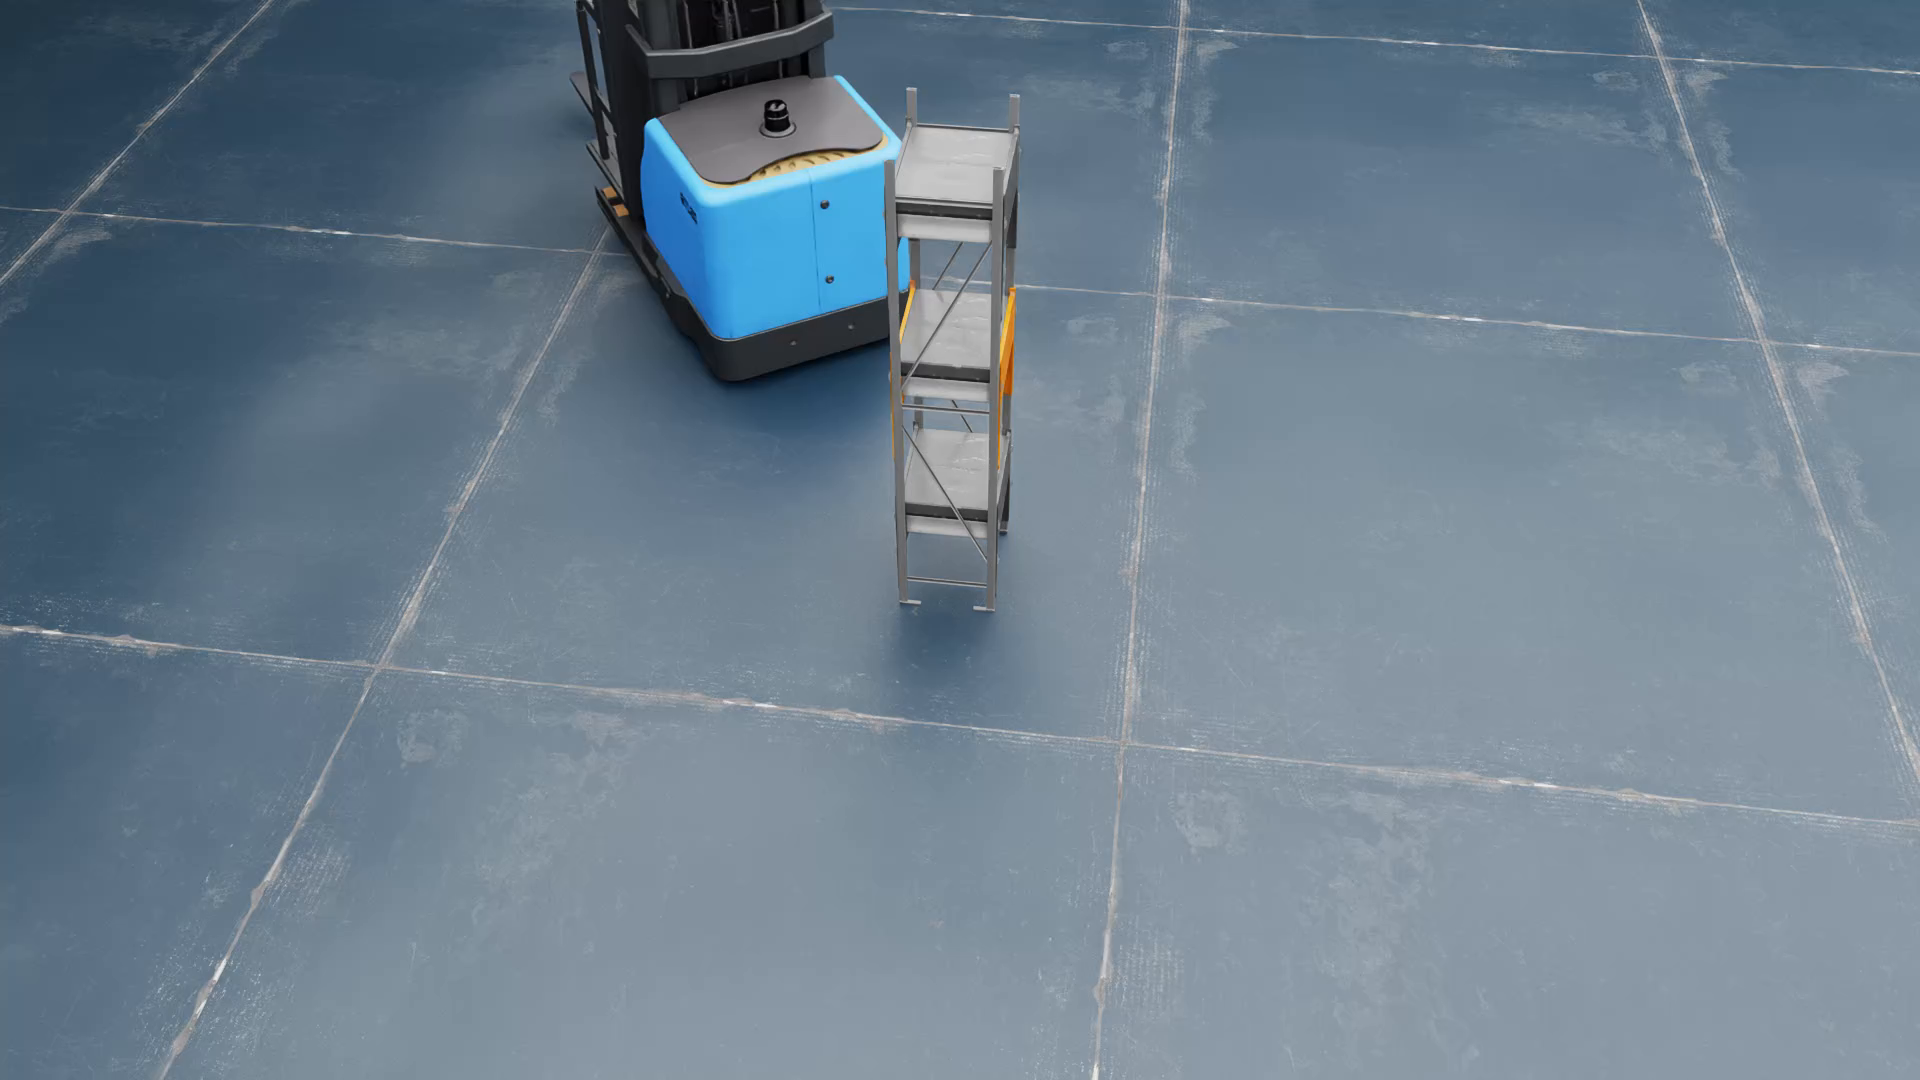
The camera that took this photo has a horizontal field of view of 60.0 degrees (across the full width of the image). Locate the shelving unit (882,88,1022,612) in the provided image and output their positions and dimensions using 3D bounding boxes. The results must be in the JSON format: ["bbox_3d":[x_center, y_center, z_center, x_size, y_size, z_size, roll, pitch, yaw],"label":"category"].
[{"bbox_3d":[-0.022,-0.650,6.409,0.431,2.100,0.503,5,44,6],"label":"shelving unit"}]

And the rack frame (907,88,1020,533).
[{"bbox_3d":[0.010,-0.816,6.585,0.400,2.100,0.015,5,44,6],"label":"rack frame"}]

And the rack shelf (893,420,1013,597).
[{"bbox_3d":[-0.022,-0.131,6.900,0.431,0.518,0.480,5,44,6],"label":"rack shelf"}]

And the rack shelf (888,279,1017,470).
[{"bbox_3d":[-0.022,-0.640,6.418,0.431,0.518,0.480,5,44,6],"label":"rack shelf"}]

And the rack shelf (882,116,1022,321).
[{"bbox_3d":[-0.022,-1.148,5.937,0.431,0.518,0.480,5,44,6],"label":"rack shelf"}]

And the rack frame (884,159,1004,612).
[{"bbox_3d":[-0.054,-0.483,6.233,0.400,2.100,0.015,5,44,6],"label":"rack frame"}]

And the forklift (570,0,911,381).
[{"bbox_3d":[-1.335,-2.839,8.116,1.130,2.935,3.031,-19,47,-19],"label":"forklift"}]
